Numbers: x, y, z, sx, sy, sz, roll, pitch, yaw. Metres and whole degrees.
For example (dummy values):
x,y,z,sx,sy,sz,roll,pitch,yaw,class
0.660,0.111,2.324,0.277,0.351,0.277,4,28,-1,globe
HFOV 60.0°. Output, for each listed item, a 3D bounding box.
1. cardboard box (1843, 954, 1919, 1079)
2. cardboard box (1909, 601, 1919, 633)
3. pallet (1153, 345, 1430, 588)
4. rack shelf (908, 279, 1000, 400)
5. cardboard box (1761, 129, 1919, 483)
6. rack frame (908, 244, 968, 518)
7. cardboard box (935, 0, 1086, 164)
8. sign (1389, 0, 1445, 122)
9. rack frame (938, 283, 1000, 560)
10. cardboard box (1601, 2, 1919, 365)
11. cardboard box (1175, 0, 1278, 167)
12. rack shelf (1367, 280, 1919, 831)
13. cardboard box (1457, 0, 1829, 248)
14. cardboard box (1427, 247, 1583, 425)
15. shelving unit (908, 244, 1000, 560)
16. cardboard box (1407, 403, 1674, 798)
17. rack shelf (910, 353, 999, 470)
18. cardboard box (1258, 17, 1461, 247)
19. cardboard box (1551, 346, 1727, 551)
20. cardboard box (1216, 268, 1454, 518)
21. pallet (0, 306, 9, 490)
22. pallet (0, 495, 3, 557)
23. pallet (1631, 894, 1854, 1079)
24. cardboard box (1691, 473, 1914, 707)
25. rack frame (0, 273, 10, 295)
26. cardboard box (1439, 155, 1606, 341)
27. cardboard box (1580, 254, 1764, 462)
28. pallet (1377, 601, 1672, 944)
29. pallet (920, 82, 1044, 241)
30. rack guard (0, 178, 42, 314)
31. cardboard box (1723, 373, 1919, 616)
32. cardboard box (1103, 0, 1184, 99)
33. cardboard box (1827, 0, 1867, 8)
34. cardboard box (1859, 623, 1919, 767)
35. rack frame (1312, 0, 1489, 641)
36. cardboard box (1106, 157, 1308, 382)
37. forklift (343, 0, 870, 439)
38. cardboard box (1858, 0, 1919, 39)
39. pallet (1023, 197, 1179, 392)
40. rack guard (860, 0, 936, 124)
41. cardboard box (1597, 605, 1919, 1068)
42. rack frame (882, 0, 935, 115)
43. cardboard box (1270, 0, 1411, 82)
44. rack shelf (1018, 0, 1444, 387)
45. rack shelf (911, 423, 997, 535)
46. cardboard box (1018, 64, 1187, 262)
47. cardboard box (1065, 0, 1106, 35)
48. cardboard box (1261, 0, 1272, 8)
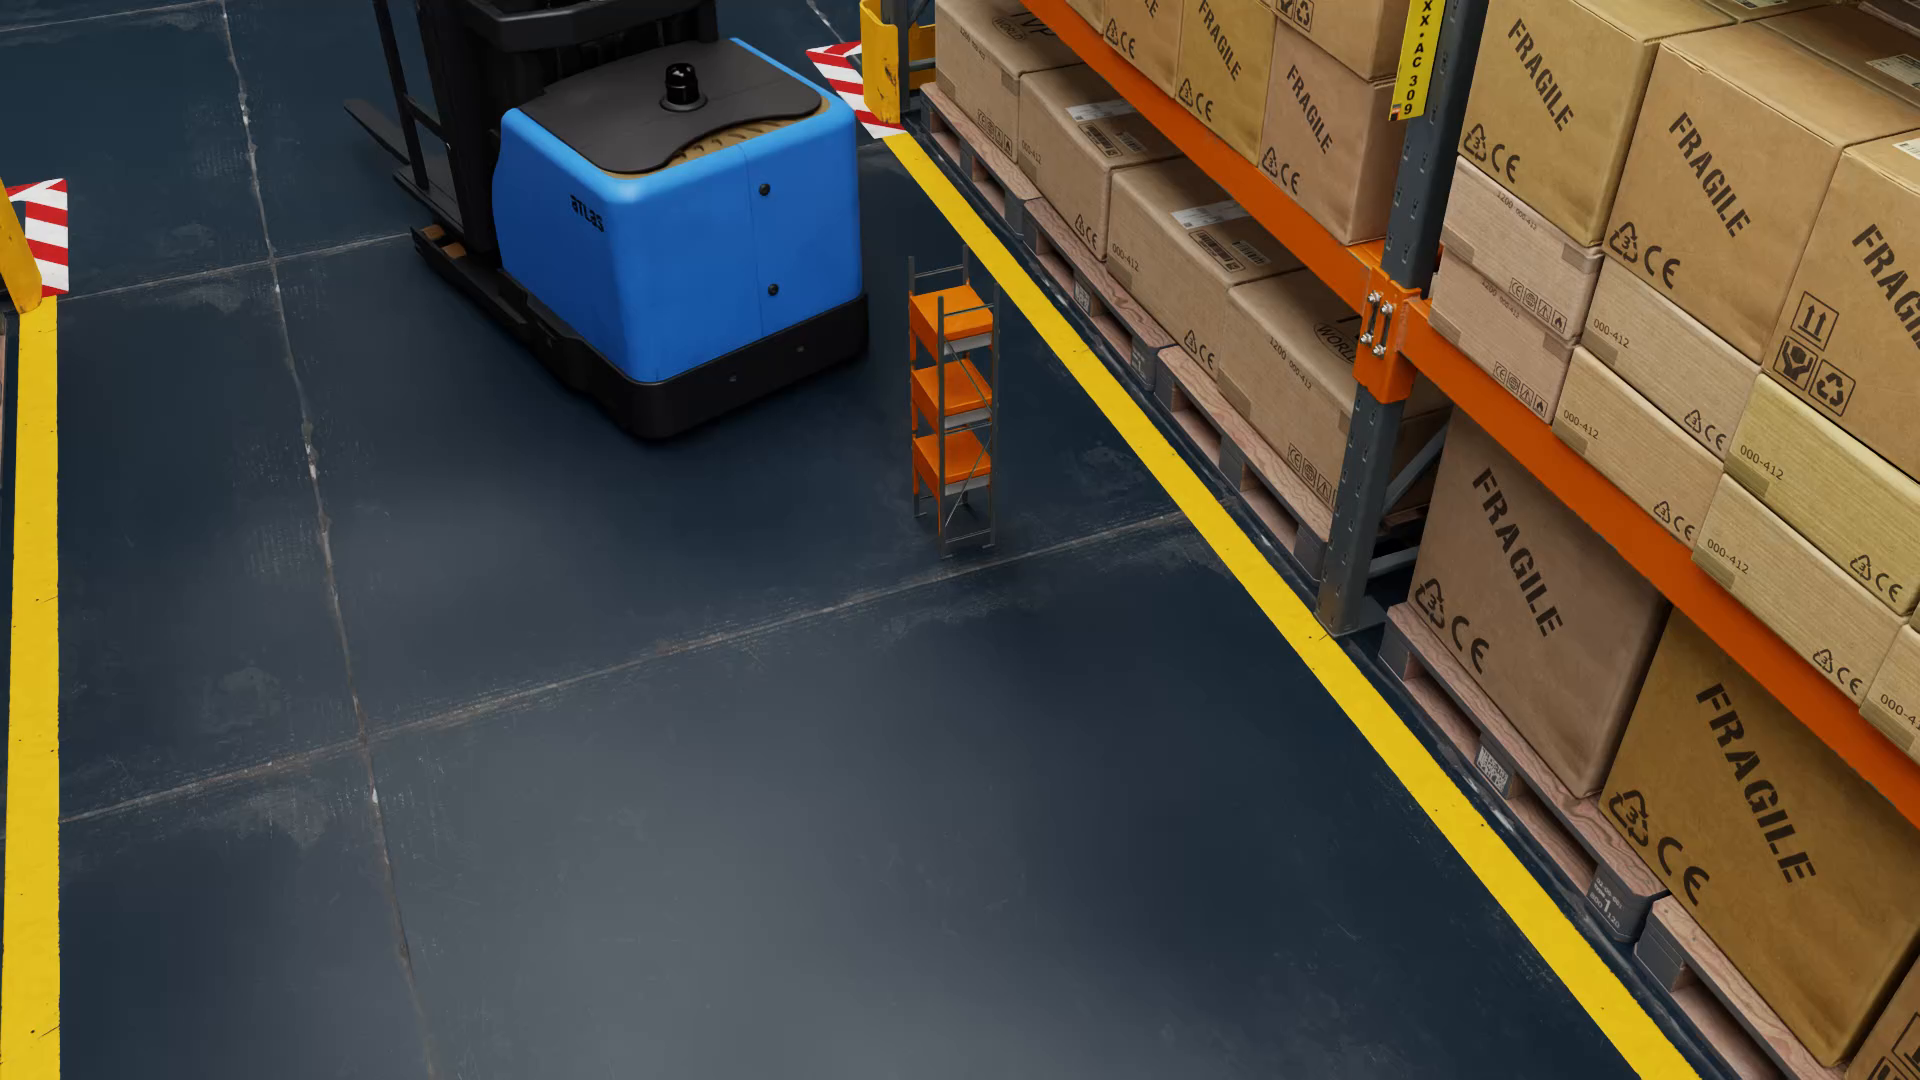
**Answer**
x,y,z,sx,sy,sz,roll,pitch,yaw,class
2.649,1.106,3.471,0.875,0.875,0.875,-15,43,-16,cardboard box
2.141,0.149,3.007,0.500,0.250,0.500,-16,43,-18,cardboard box
1.425,-0.395,6.048,1.003,0.211,1.213,-15,43,-17,pallet
-0.020,-0.637,5.267,0.215,0.259,0.240,-15,43,-17,rack shelf
1.956,-0.453,3.133,0.500,0.500,0.500,-16,43,-18,cardboard box
-0.067,-0.504,5.531,0.200,1.050,0.008,-15,43,-17,rack frame
0.458,-2.200,7.651,0.875,0.438,0.875,-17,43,-18,cardboard box
1.131,-1.194,4.113,0.100,0.325,0.005,-15,43,-17,sign
0.026,-0.357,5.360,0.200,1.050,0.008,-15,43,-17,rack frame
1.766,-0.756,3.485,0.500,0.500,0.500,-15,43,-17,cardboard box
1.028,-1.537,5.160,0.500,0.500,0.500,-16,43,-18,cardboard box
2.409,0.502,3.417,1.077,0.370,4.000,-15,43,-17,rack shelf
1.546,-1.055,3.833,0.500,0.500,0.500,-15,43,-16,cardboard box
1.568,-0.587,4.247,0.500,0.250,0.500,-16,43,-18,cardboard box
-0.020,-0.430,5.445,0.215,1.050,0.252,-15,43,-17,shelving unit
1.955,0.025,4.728,0.875,0.875,0.875,-14,43,-16,cardboard box
-0.020,-0.422,5.452,0.215,0.259,0.240,-15,43,-17,rack shelf
1.230,-1.229,4.801,0.500,0.500,0.500,-15,43,-16,cardboard box
1.767,-0.276,3.885,0.500,0.250,0.500,-16,43,-18,cardboard box
1.502,-0.568,5.753,0.875,0.438,0.875,-16,43,-17,cardboard box
-4.114,-0.488,6.155,1.003,0.211,1.213,-15,43,-17,pallet
-3.652,0.246,5.302,1.003,0.211,1.213,-15,43,-17,pallet
2.479,1.264,4.118,1.003,0.211,1.213,-15,43,-17,pallet
1.949,0.037,3.522,0.500,0.250,0.500,-15,43,-17,cardboard box
-4.422,-2.089,5.879,1.000,3.000,0.127,-15,43,-17,rack frame
1.551,-0.772,4.079,0.500,0.250,0.500,-16,43,-18,cardboard box
1.777,-0.465,3.722,0.500,0.250,0.500,-14,43,-16,cardboard box
2.008,0.528,4.974,1.003,0.211,1.213,-15,43,-17,pallet
0.491,-1.865,7.757,1.003,0.211,1.213,-15,43,-17,pallet
-4.393,-1.095,6.640,1.175,0.500,0.348,-15,43,-17,rack guard
1.945,-0.155,3.361,0.500,0.250,0.500,-15,43,-16,cardboard box
0.822,-1.836,5.508,0.500,0.500,0.500,-16,43,-17,cardboard box
2.046,-1.186,3.985,0.500,0.500,0.500,-14,43,-15,cardboard box
2.131,0.340,3.169,0.500,0.250,0.500,-16,43,-18,cardboard box
1.643,-0.975,4.583,1.000,3.000,0.127,-15,43,-17,rack frame
1.159,-1.107,6.380,0.875,0.438,0.875,-16,43,-18,cardboard box
-1.679,-2.378,6.267,1.130,2.935,3.031,-28,48,-29,forklift
2.251,-0.876,3.624,0.500,0.500,0.500,-14,43,-16,cardboard box
0.954,-1.131,6.904,1.003,0.211,1.213,-15,43,-17,pallet
0.104,-2.451,8.217,1.175,0.500,0.348,-15,43,-17,rack guard
2.307,0.567,4.098,0.875,0.875,0.875,-14,43,-16,cardboard box
0.113,-3.385,7.385,1.000,3.000,0.127,-15,43,-17,rack frame
1.208,-1.607,4.475,0.500,0.500,0.500,-15,43,-17,cardboard box
0.878,-1.907,6.219,1.077,0.370,4.000,-15,43,-17,rack shelf
-0.020,-0.212,5.633,0.215,0.259,0.240,-15,43,-17,rack shelf
0.816,-1.651,7.012,0.875,0.438,0.875,-14,43,-16,cardboard box
0.636,-2.156,5.879,0.500,0.500,0.500,-14,43,-15,cardboard box
1.021,-1.915,4.833,0.500,0.500,0.500,-16,43,-17,cardboard box
